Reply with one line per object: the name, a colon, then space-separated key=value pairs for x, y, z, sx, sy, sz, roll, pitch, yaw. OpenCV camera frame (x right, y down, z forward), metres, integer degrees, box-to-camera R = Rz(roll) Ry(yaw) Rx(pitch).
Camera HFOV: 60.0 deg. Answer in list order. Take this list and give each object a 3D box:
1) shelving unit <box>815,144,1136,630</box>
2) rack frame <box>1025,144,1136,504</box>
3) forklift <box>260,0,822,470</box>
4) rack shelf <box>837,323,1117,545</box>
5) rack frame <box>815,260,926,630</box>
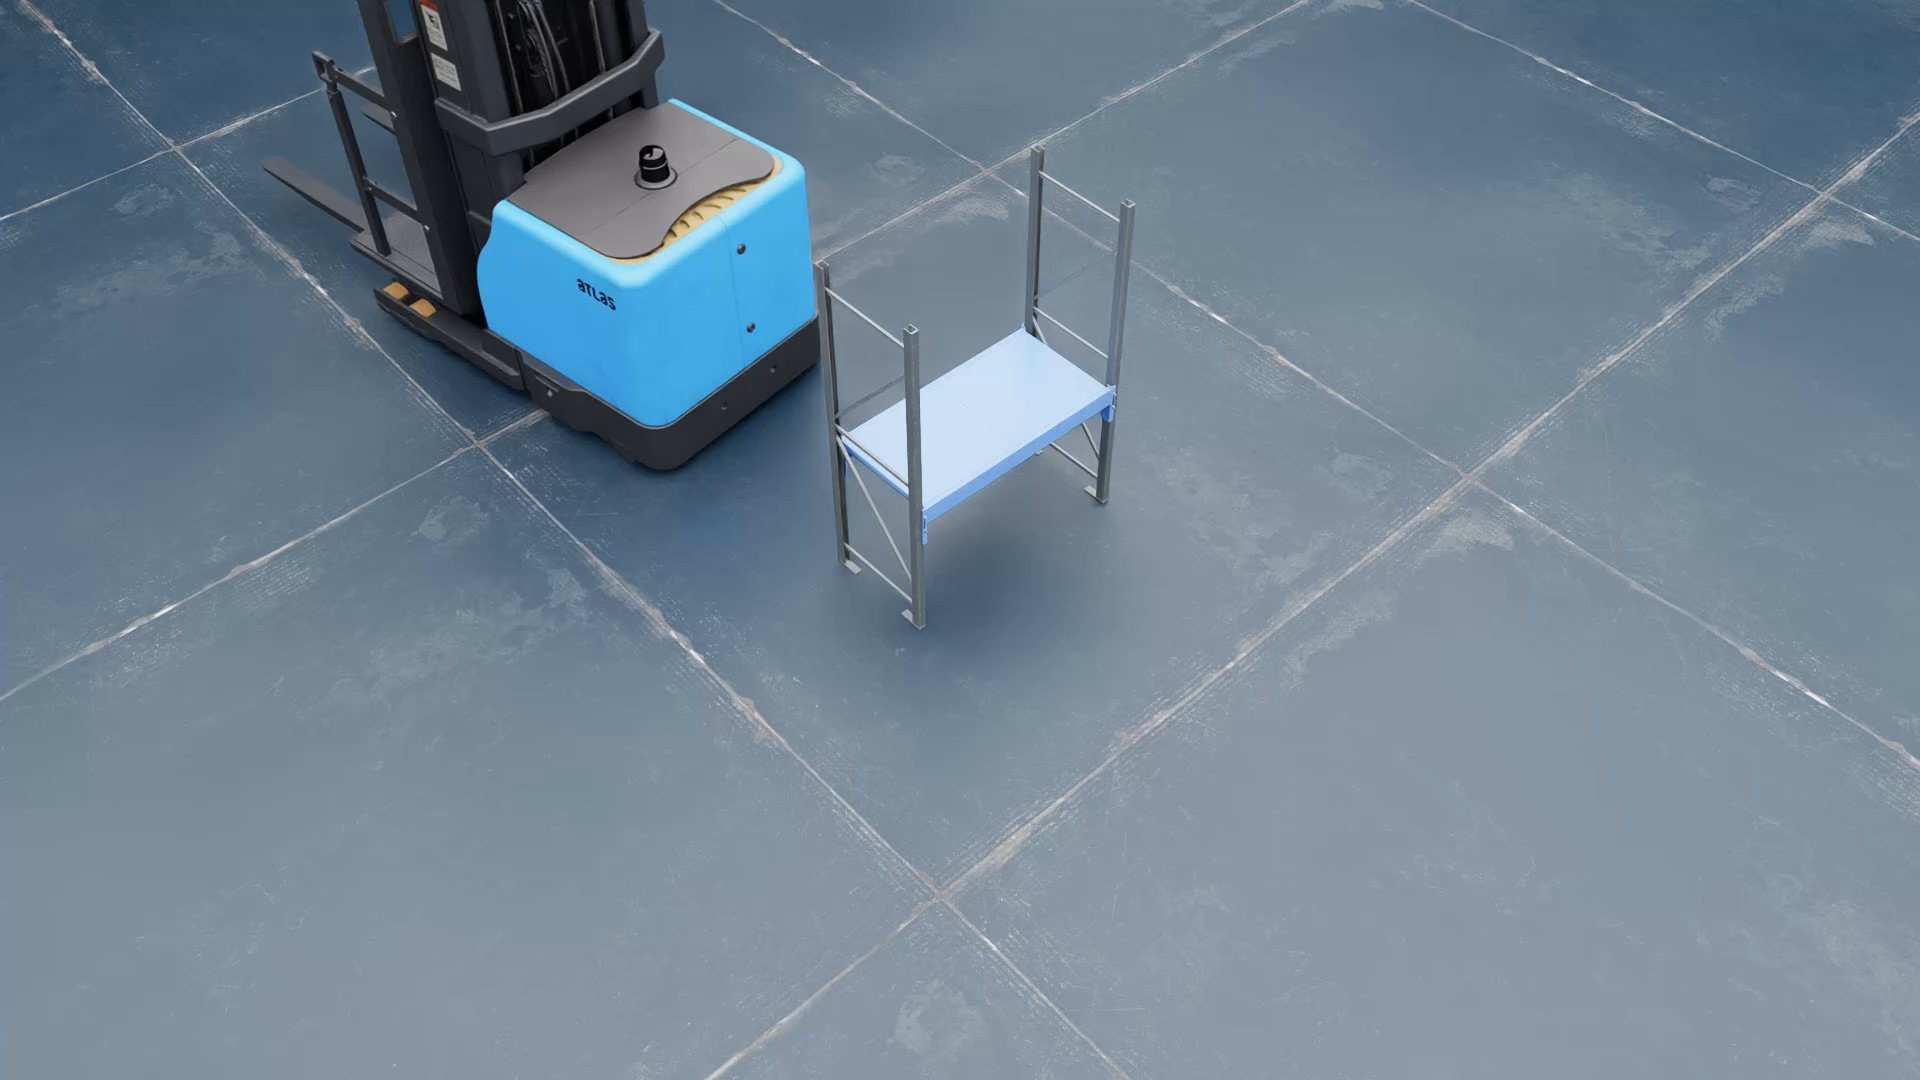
shelving unit: x=0.063 y=-0.551 z=6.291 sx=1.048 sy=1.500 sz=0.538 roll=-34 pitch=56 yaw=-27
rack frame: x=0.439 y=-0.802 z=6.523 sx=0.032 sy=1.500 sz=0.500 roll=-34 pitch=56 yaw=-27
forklift: x=-2.081 y=-2.206 z=6.845 sx=3.031 sy=2.935 sz=1.130 roll=31 pitch=54 yaw=25
rack shelf: x=0.063 y=-0.429 z=6.423 sx=1.000 sy=0.185 sz=0.538 roll=-34 pitch=56 yaw=-27
rack frame: x=-0.313 y=-0.299 z=6.059 sx=0.032 sy=1.500 sz=0.500 roll=-34 pitch=56 yaw=-27
